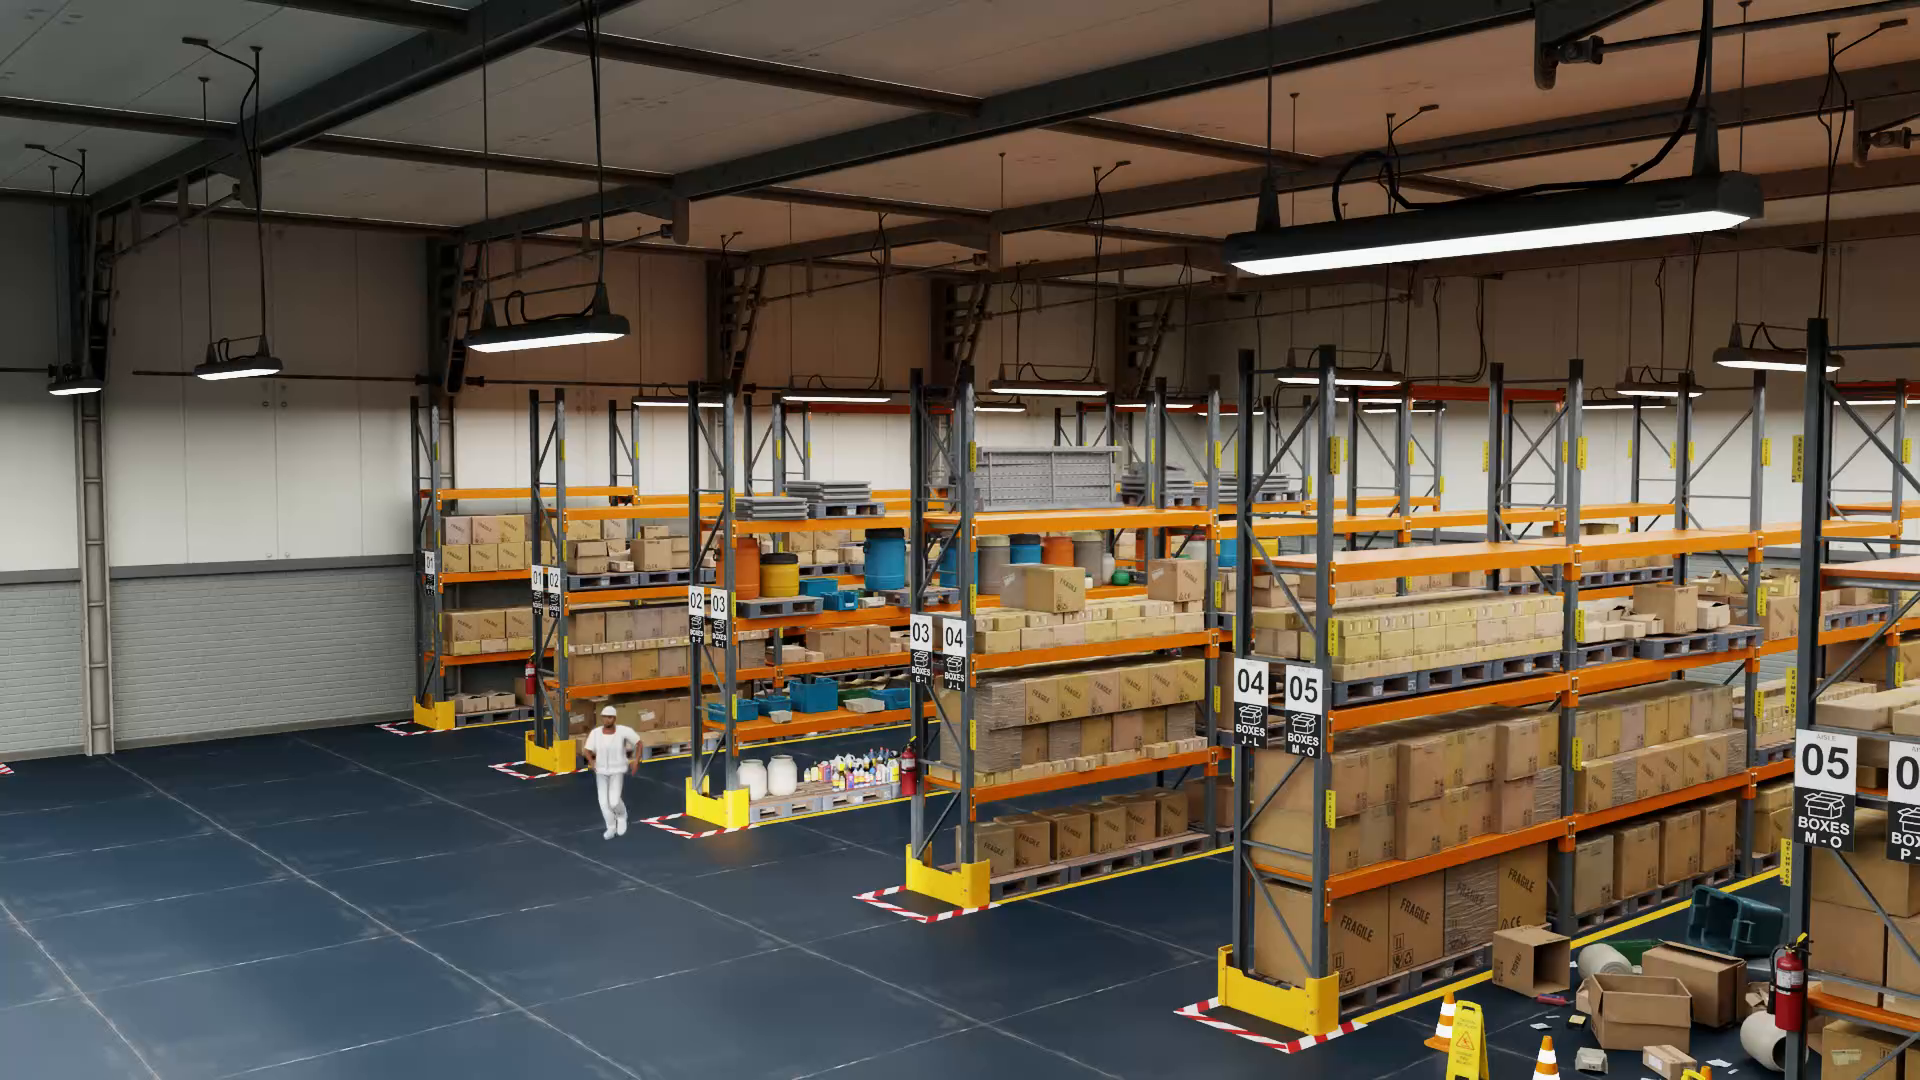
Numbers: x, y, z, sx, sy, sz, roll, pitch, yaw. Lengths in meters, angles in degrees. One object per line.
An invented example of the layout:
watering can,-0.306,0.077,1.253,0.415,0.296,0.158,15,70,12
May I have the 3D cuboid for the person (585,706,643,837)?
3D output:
person,-4.527,3.019,21.590,0.726,1.724,0.599,0,3,3
